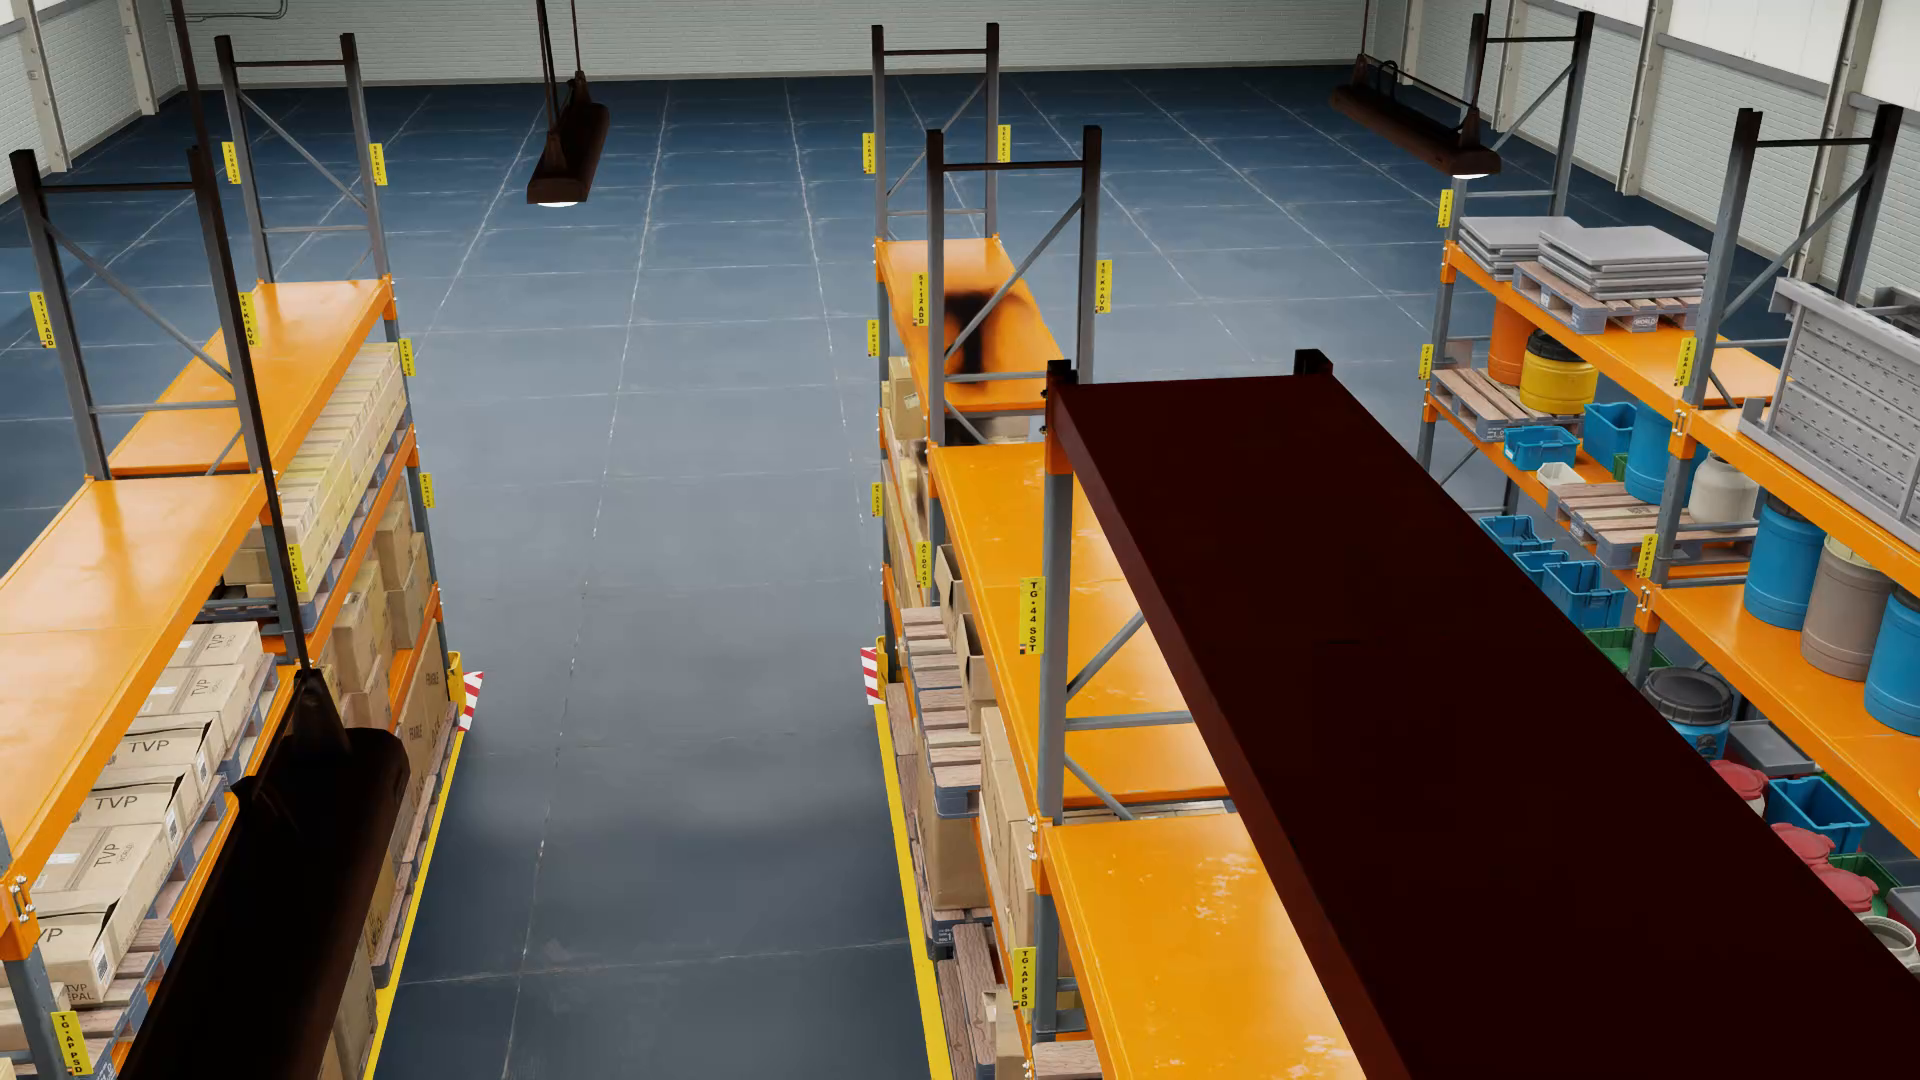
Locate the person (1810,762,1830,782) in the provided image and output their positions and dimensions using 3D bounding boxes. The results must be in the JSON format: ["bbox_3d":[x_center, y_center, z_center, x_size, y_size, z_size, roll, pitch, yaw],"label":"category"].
[{"bbox_3d":[6.635,1.732,12.889,0.651,1.738,0.791,-5,26,-10],"label":"person"}]
